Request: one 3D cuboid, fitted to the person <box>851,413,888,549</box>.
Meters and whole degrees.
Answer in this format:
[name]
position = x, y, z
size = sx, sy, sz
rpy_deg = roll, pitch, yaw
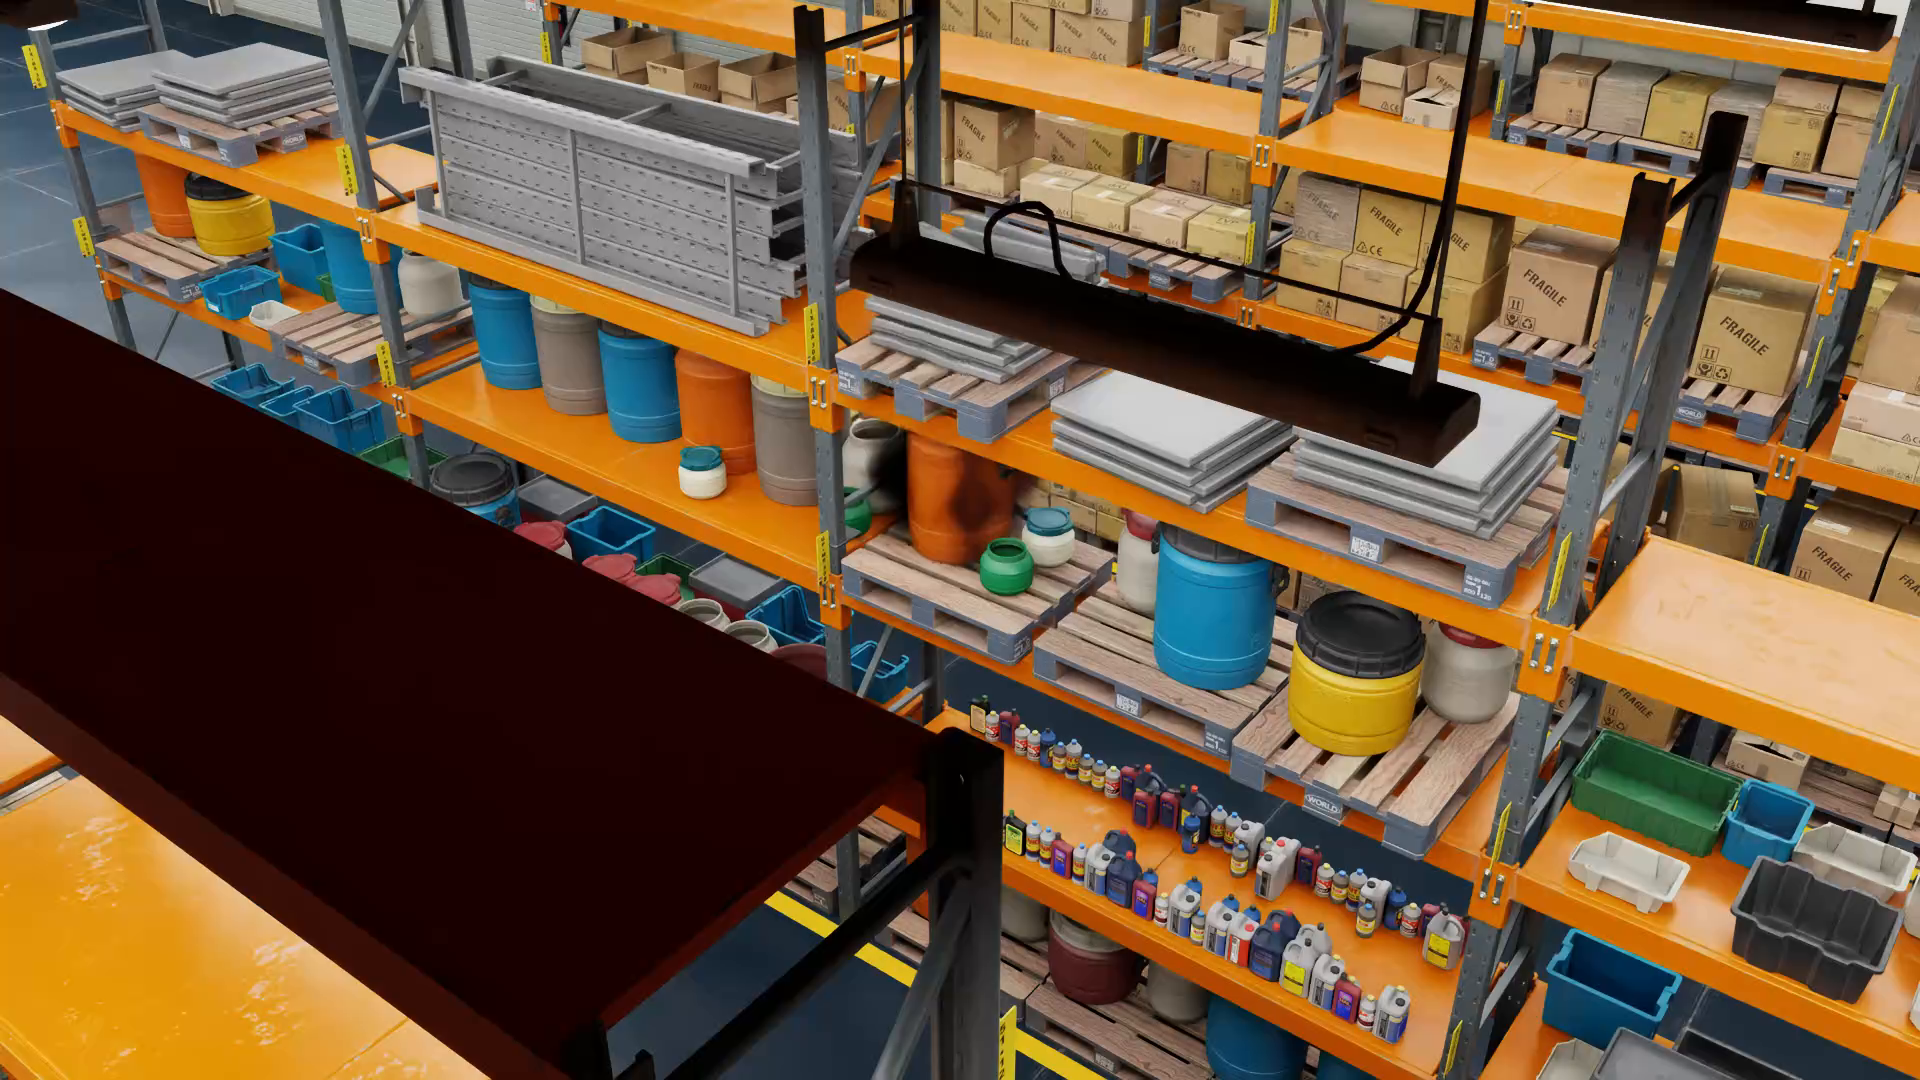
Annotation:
[person]
position = -0.753, -0.478, 14.482
size = 0.572, 1.729, 0.367
rpy_deg = 26, 40, 36
